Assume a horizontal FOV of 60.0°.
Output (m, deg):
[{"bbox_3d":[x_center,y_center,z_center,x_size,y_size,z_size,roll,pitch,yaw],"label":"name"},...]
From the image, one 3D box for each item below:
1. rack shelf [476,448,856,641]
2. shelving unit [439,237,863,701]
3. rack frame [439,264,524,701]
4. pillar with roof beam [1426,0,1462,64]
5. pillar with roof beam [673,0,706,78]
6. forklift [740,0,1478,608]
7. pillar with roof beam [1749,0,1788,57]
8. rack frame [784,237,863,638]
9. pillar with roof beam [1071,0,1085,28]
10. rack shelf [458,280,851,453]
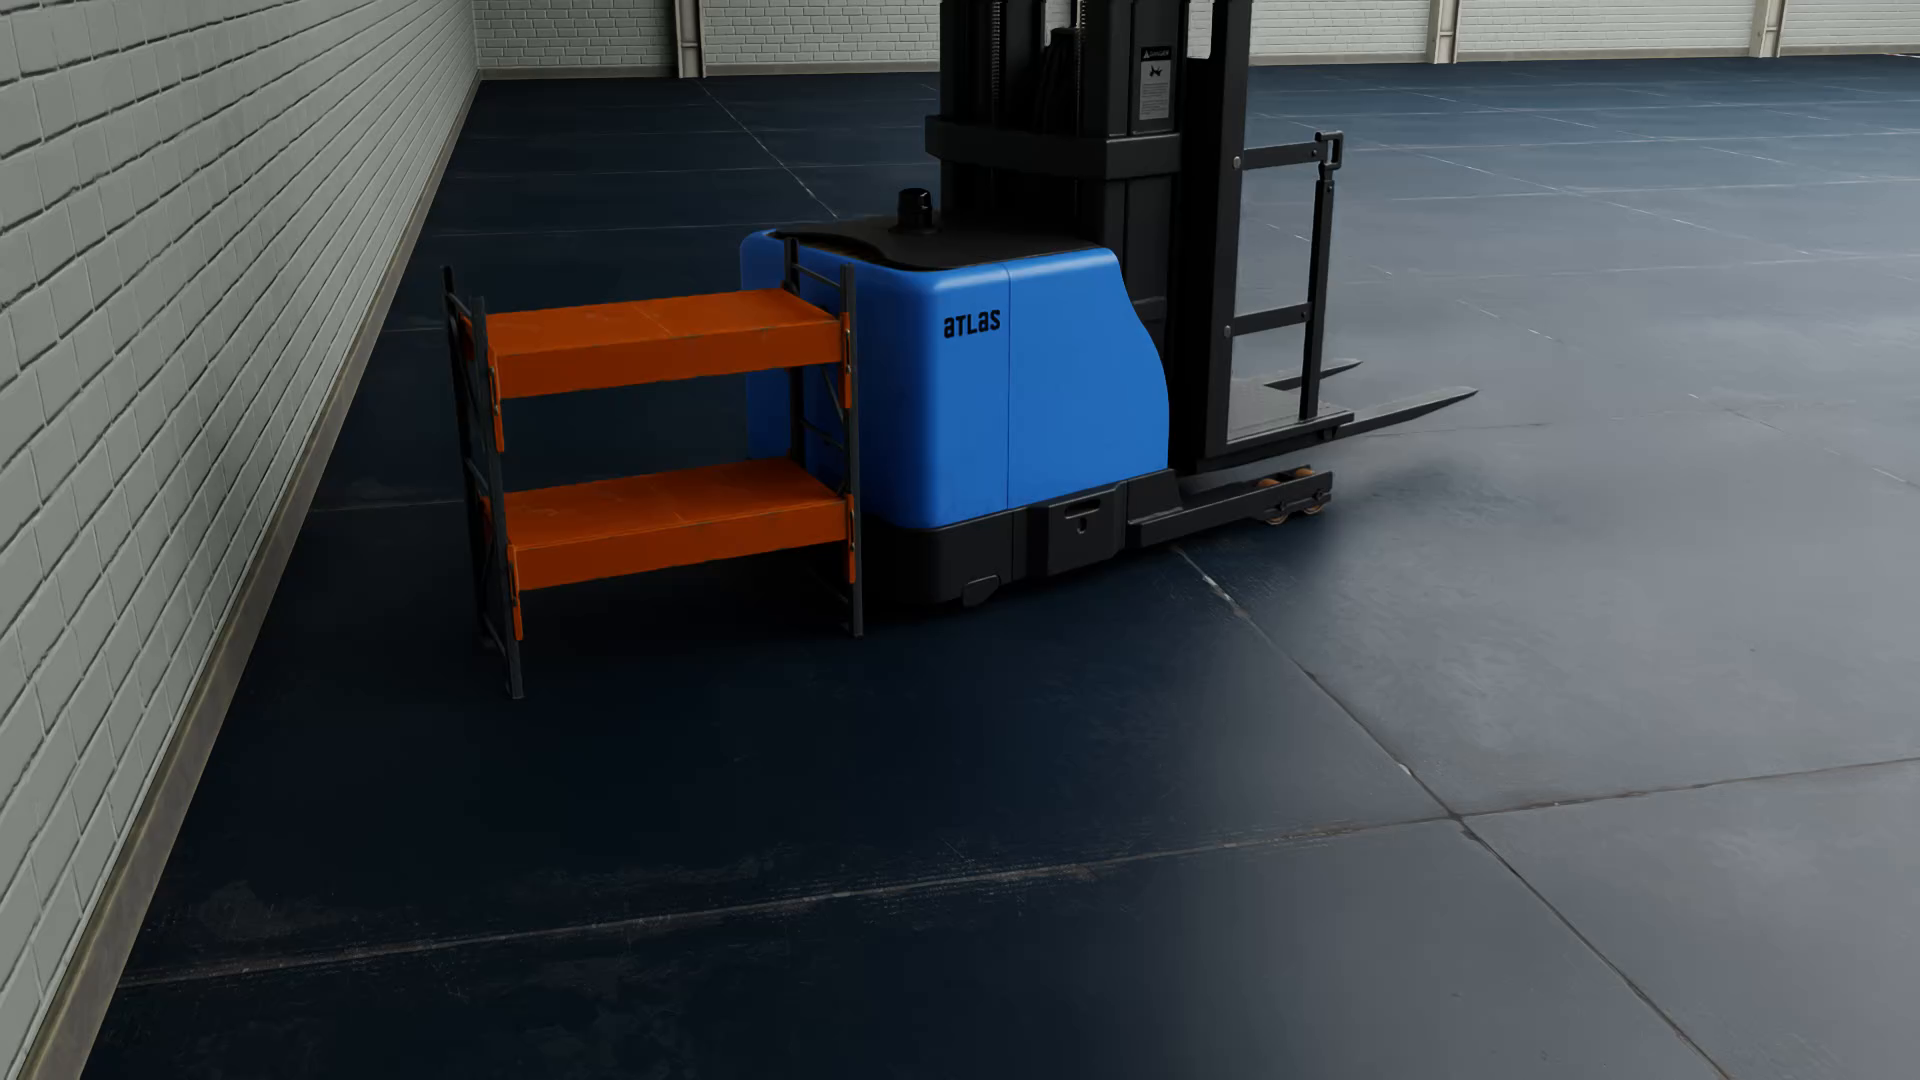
[{"bbox_3d":[-0.872,-0.008,4.912,1.000,0.278,0.538,-9,22,-24],"label":"rack shelf"},{"bbox_3d":[-0.872,-0.238,4.828,1.048,1.125,0.538,-9,22,-24],"label":"shelving unit"},{"bbox_3d":[-1.331,-0.162,4.622,0.032,1.125,0.500,-9,22,-24],"label":"rack frame"},{"bbox_3d":[8.754,-10.494,21.380,0.400,9.000,9.100,-5,21,-12],"label":"pillar with roof beam"},{"bbox_3d":[-2.924,-9.545,18.788,0.400,9.000,9.100,-5,21,-12],"label":"pillar with roof beam"},{"bbox_3d":[0.738,-1.557,5.804,3.031,2.935,1.130,-15,25,-35],"label":"forklift"},{"bbox_3d":[14.593,-10.969,22.677,0.400,9.000,9.100,-5,21,-12],"label":"pillar with roof beam"},{"bbox_3d":[-0.414,-0.313,5.034,0.032,1.125,0.500,-9,22,-24],"label":"rack frame"},{"bbox_3d":[2.915,-10.019,20.084,0.400,9.000,9.100,-5,21,-12],"label":"pillar with roof beam"},{"bbox_3d":[-0.872,-0.512,4.727,1.000,0.278,0.538,-9,22,-24],"label":"rack shelf"}]
